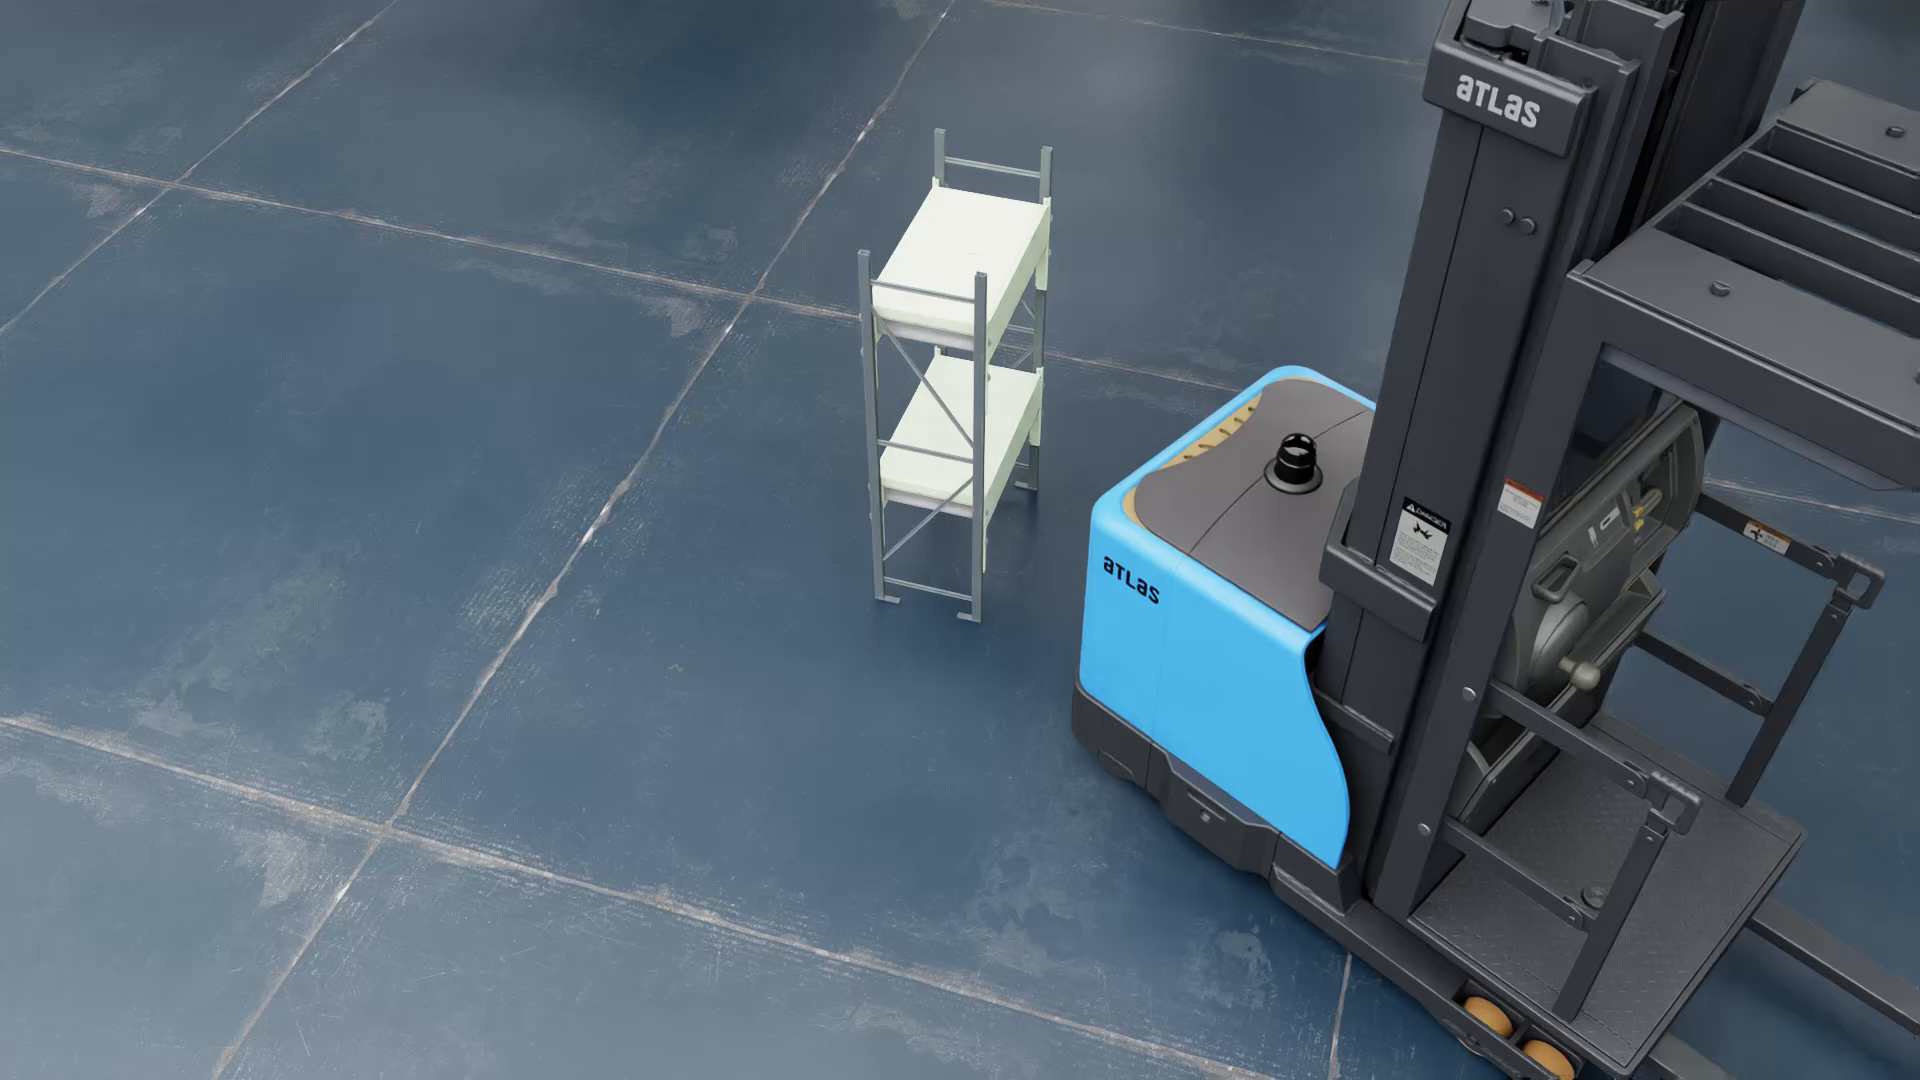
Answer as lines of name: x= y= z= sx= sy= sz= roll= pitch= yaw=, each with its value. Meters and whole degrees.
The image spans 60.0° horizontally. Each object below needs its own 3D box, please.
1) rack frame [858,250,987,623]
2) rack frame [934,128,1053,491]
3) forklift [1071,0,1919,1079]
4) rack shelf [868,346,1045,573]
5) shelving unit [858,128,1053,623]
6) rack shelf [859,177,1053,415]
rack frame: x=-0.113 y=-0.288 z=5.472 sx=0.400 sy=1.500 sz=0.023 roll=13 pitch=46 yaw=12
rack frame: x=0.109 y=-0.776 z=5.970 sx=0.400 sy=1.500 sz=0.023 roll=13 pitch=46 yaw=12
forklift: x=1.771 y=0.100 z=4.052 sx=3.031 sy=2.935 sz=1.130 roll=34 pitch=54 yaw=30
rack shelf: x=-0.002 y=-0.299 z=5.949 sx=0.431 sy=0.370 sz=0.720 roll=13 pitch=46 yaw=12
shelving unit: x=-0.002 y=-0.532 z=5.721 sx=0.431 sy=1.500 sz=0.755 roll=13 pitch=46 yaw=12
rack shelf: x=-0.002 y=-0.811 z=5.448 sx=0.431 sy=0.370 sz=0.720 roll=13 pitch=46 yaw=12
